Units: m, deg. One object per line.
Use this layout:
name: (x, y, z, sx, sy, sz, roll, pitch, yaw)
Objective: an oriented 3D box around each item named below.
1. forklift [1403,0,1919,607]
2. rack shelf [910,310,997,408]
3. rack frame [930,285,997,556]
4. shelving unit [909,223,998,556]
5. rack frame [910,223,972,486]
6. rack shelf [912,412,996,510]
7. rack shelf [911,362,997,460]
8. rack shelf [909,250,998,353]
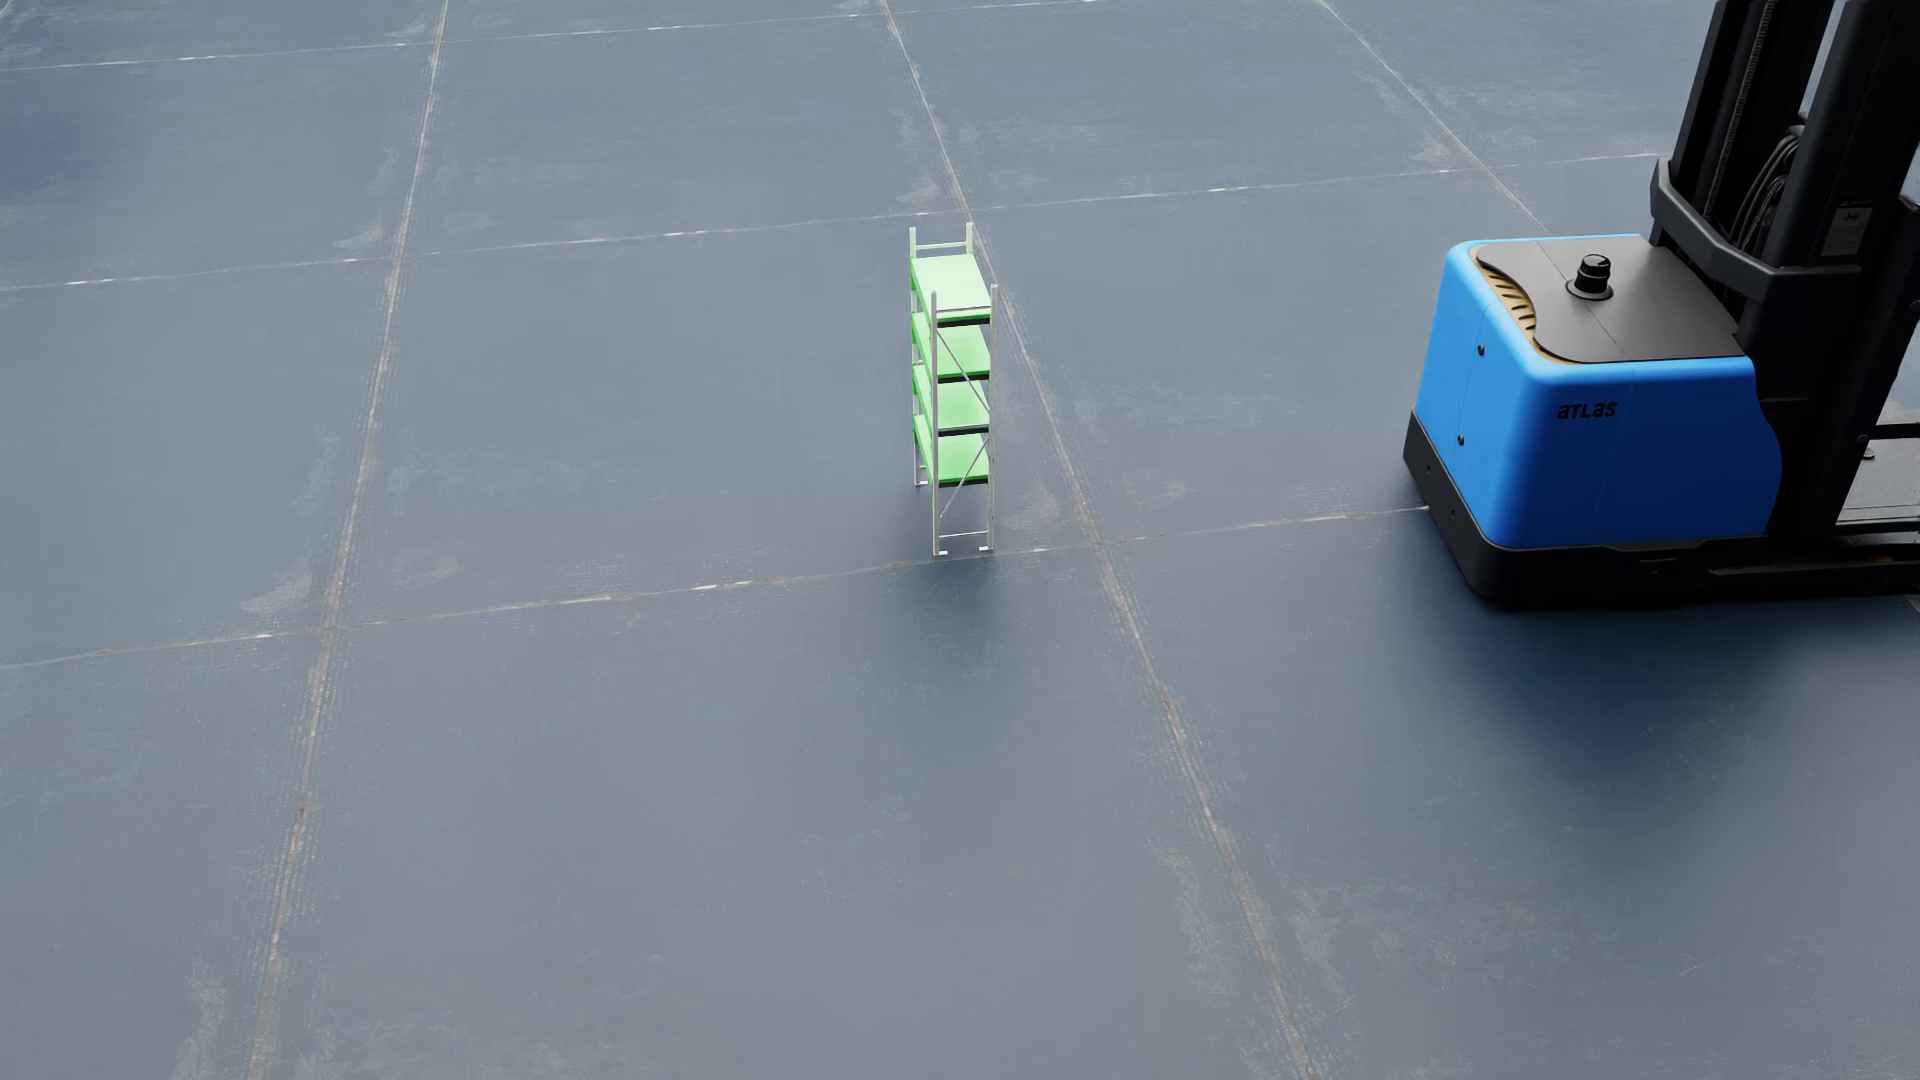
forklift: (3.433, -1.271, 5.997, 3.031, 2.935, 1.130, -3, 38, -4)
rack shelf: (-0.029, -0.713, 6.403, 0.258, 0.148, 0.480, -6, 38, -8)
rack frame: (0.014, -0.426, 6.321, 0.240, 1.200, 0.015, -6, 38, -8)
shelving unit: (-0.029, -0.574, 6.511, 0.258, 1.200, 0.503, -6, 38, -8)
rack frame: (-0.072, -0.721, 6.700, 0.240, 1.200, 0.015, -6, 38, -8)
rack shelf: (-0.029, -0.334, 6.697, 0.258, 0.148, 0.480, -6, 38, -8)
rack shelf: (-0.029, -0.523, 6.550, 0.258, 0.148, 0.480, -6, 38, -8)
rack shelf: (-0.029, -0.902, 6.255, 0.258, 0.148, 0.480, -6, 38, -8)
